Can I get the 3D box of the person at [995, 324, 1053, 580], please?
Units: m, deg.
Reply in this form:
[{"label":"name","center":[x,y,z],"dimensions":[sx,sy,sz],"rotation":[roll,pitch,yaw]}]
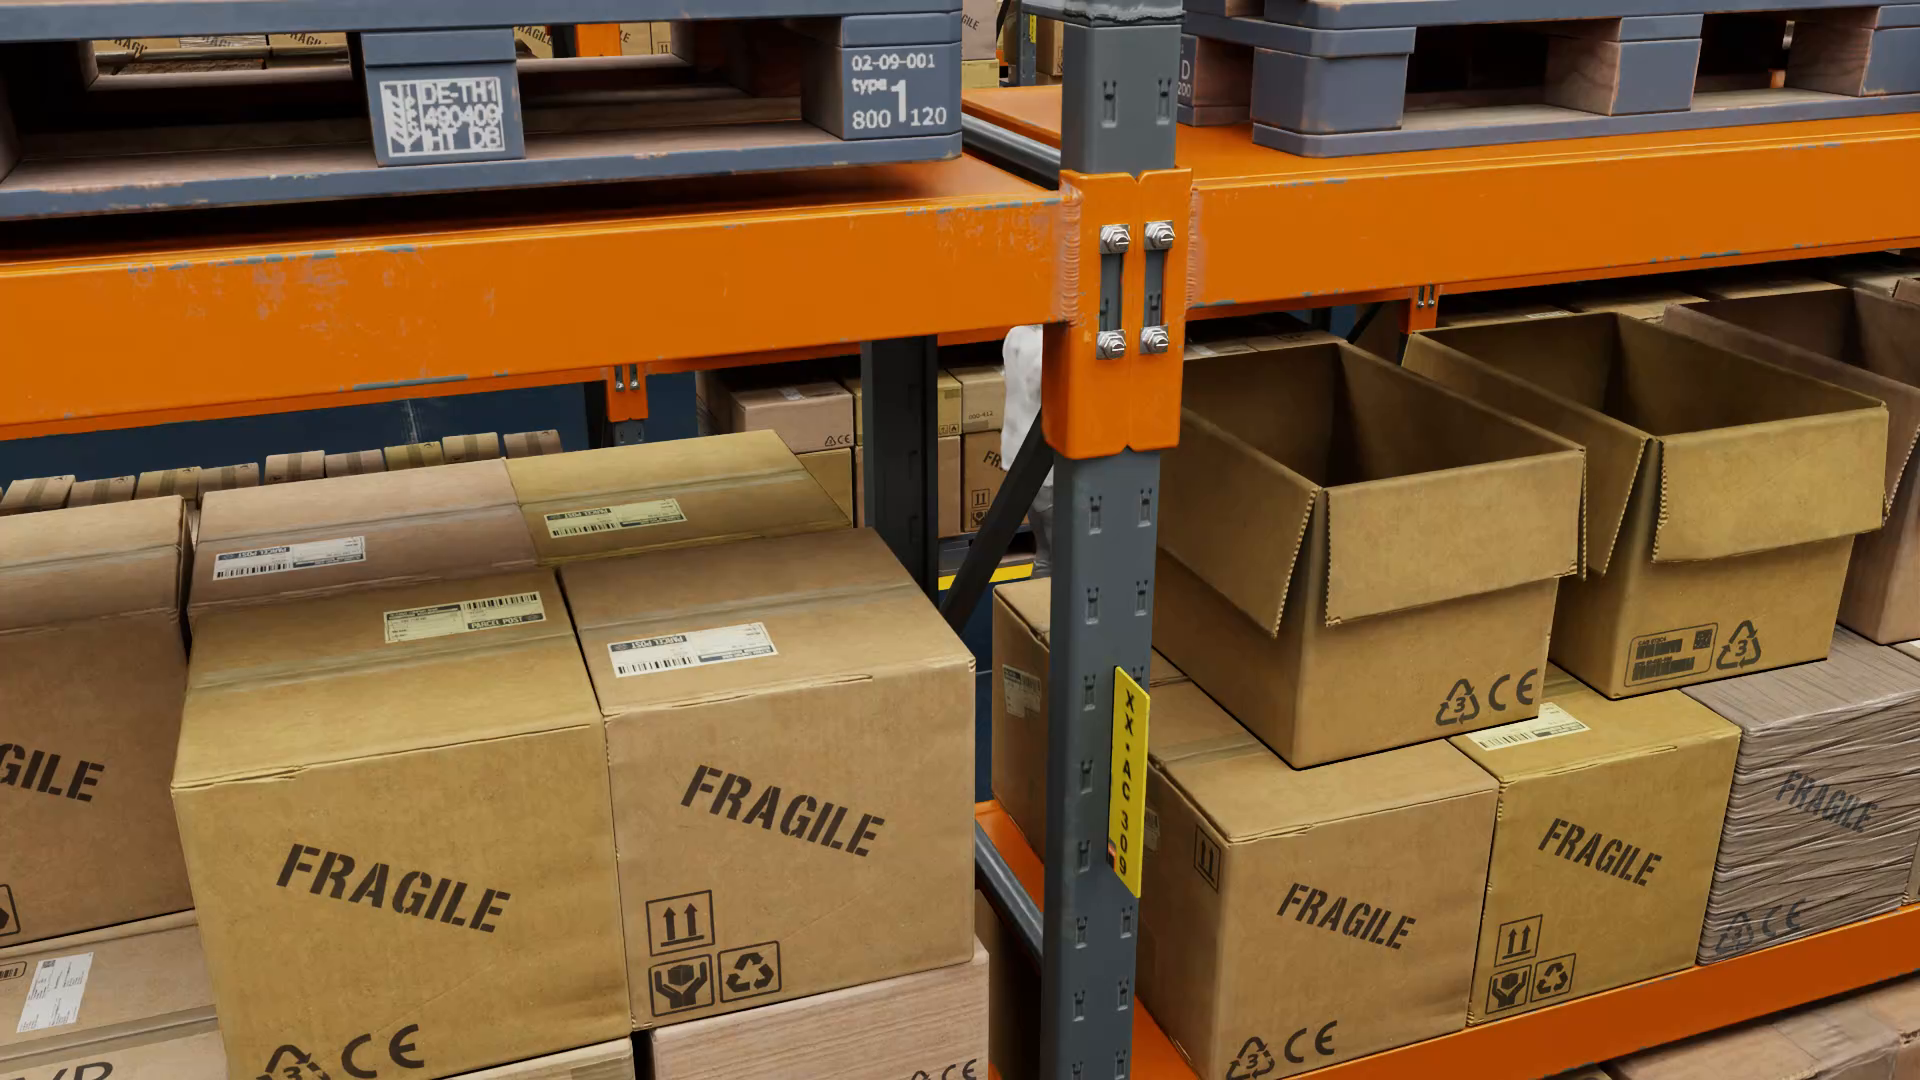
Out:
[{"label":"person","center":[0.397,-0.294,6.774],"dimensions":[0.476,1.769,0.580],"rotation":[-9,24,-22]}]
